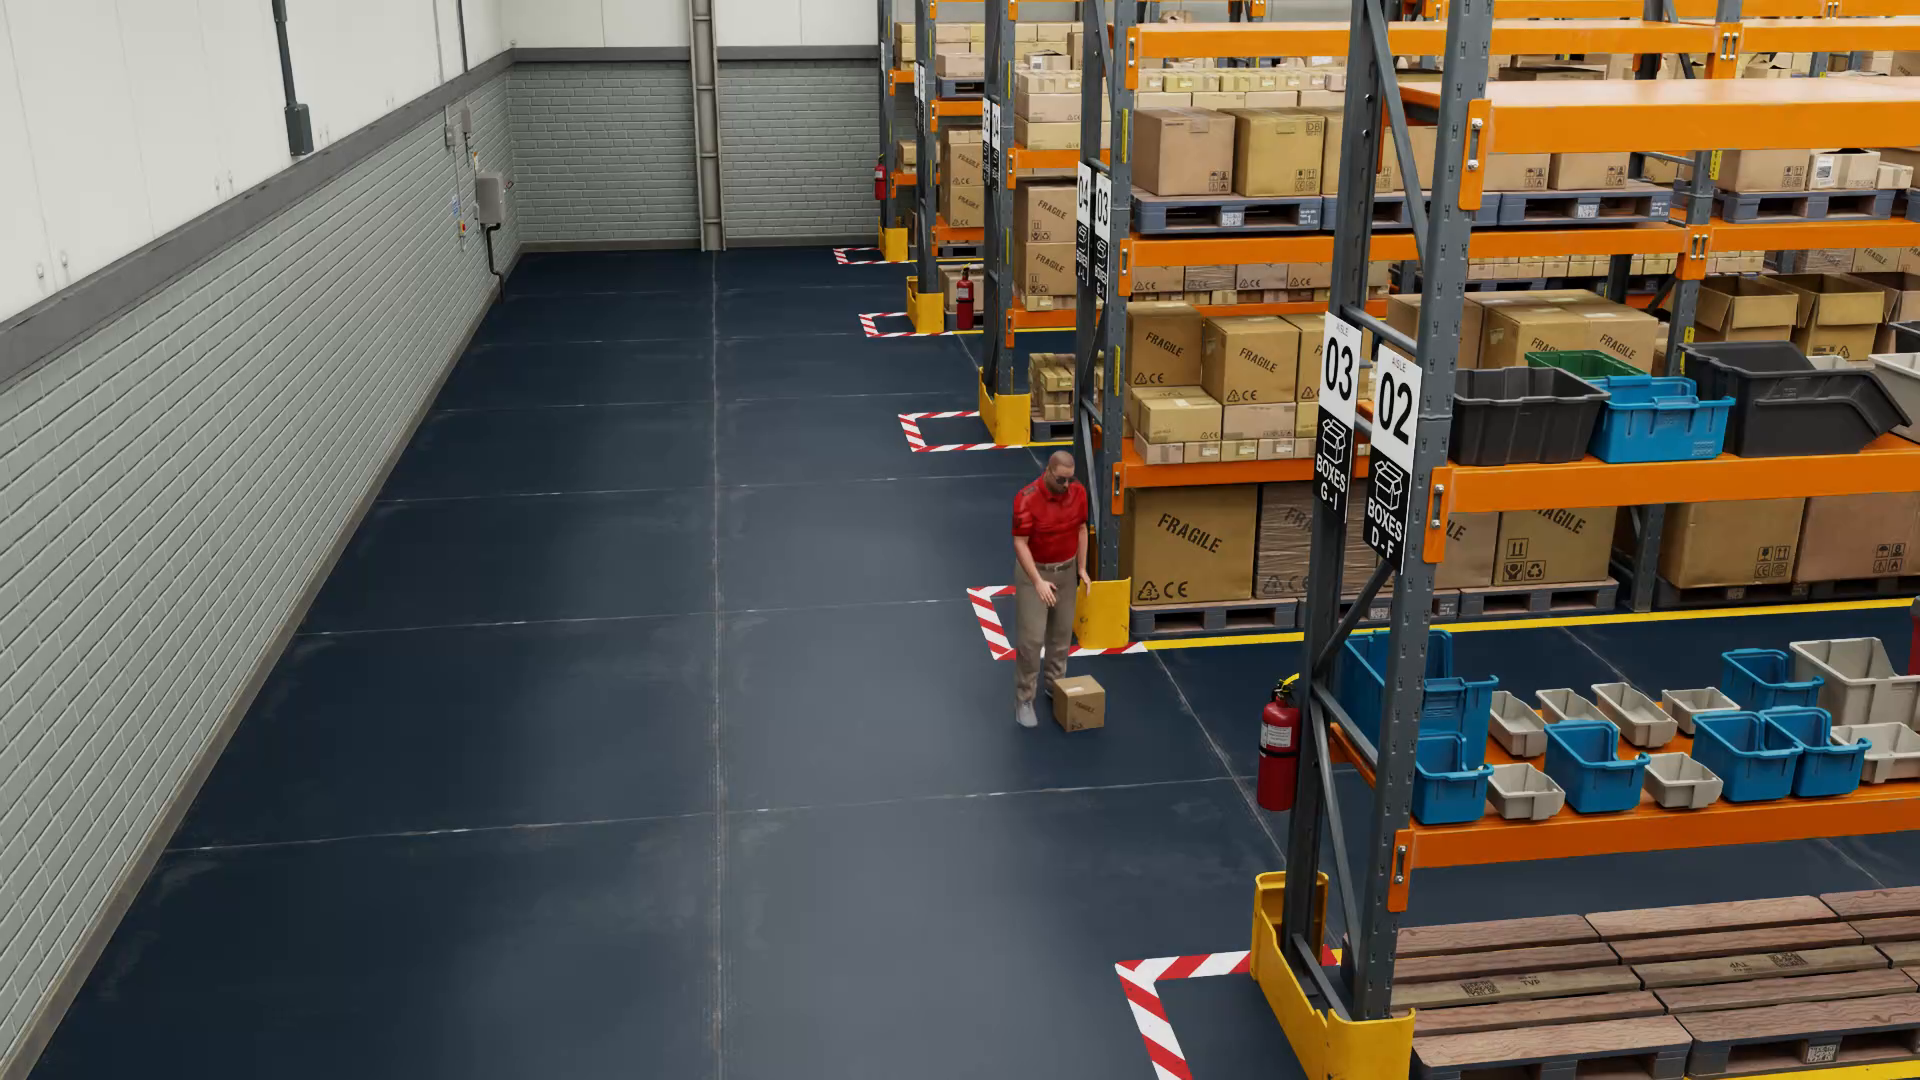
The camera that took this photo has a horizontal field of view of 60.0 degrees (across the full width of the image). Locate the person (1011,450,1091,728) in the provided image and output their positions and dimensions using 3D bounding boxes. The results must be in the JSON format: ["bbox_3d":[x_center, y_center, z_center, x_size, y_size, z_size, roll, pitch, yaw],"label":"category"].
[{"bbox_3d":[0.568,0.280,10.362,0.580,1.762,0.536,-11,23,-29],"label":"person"}]
